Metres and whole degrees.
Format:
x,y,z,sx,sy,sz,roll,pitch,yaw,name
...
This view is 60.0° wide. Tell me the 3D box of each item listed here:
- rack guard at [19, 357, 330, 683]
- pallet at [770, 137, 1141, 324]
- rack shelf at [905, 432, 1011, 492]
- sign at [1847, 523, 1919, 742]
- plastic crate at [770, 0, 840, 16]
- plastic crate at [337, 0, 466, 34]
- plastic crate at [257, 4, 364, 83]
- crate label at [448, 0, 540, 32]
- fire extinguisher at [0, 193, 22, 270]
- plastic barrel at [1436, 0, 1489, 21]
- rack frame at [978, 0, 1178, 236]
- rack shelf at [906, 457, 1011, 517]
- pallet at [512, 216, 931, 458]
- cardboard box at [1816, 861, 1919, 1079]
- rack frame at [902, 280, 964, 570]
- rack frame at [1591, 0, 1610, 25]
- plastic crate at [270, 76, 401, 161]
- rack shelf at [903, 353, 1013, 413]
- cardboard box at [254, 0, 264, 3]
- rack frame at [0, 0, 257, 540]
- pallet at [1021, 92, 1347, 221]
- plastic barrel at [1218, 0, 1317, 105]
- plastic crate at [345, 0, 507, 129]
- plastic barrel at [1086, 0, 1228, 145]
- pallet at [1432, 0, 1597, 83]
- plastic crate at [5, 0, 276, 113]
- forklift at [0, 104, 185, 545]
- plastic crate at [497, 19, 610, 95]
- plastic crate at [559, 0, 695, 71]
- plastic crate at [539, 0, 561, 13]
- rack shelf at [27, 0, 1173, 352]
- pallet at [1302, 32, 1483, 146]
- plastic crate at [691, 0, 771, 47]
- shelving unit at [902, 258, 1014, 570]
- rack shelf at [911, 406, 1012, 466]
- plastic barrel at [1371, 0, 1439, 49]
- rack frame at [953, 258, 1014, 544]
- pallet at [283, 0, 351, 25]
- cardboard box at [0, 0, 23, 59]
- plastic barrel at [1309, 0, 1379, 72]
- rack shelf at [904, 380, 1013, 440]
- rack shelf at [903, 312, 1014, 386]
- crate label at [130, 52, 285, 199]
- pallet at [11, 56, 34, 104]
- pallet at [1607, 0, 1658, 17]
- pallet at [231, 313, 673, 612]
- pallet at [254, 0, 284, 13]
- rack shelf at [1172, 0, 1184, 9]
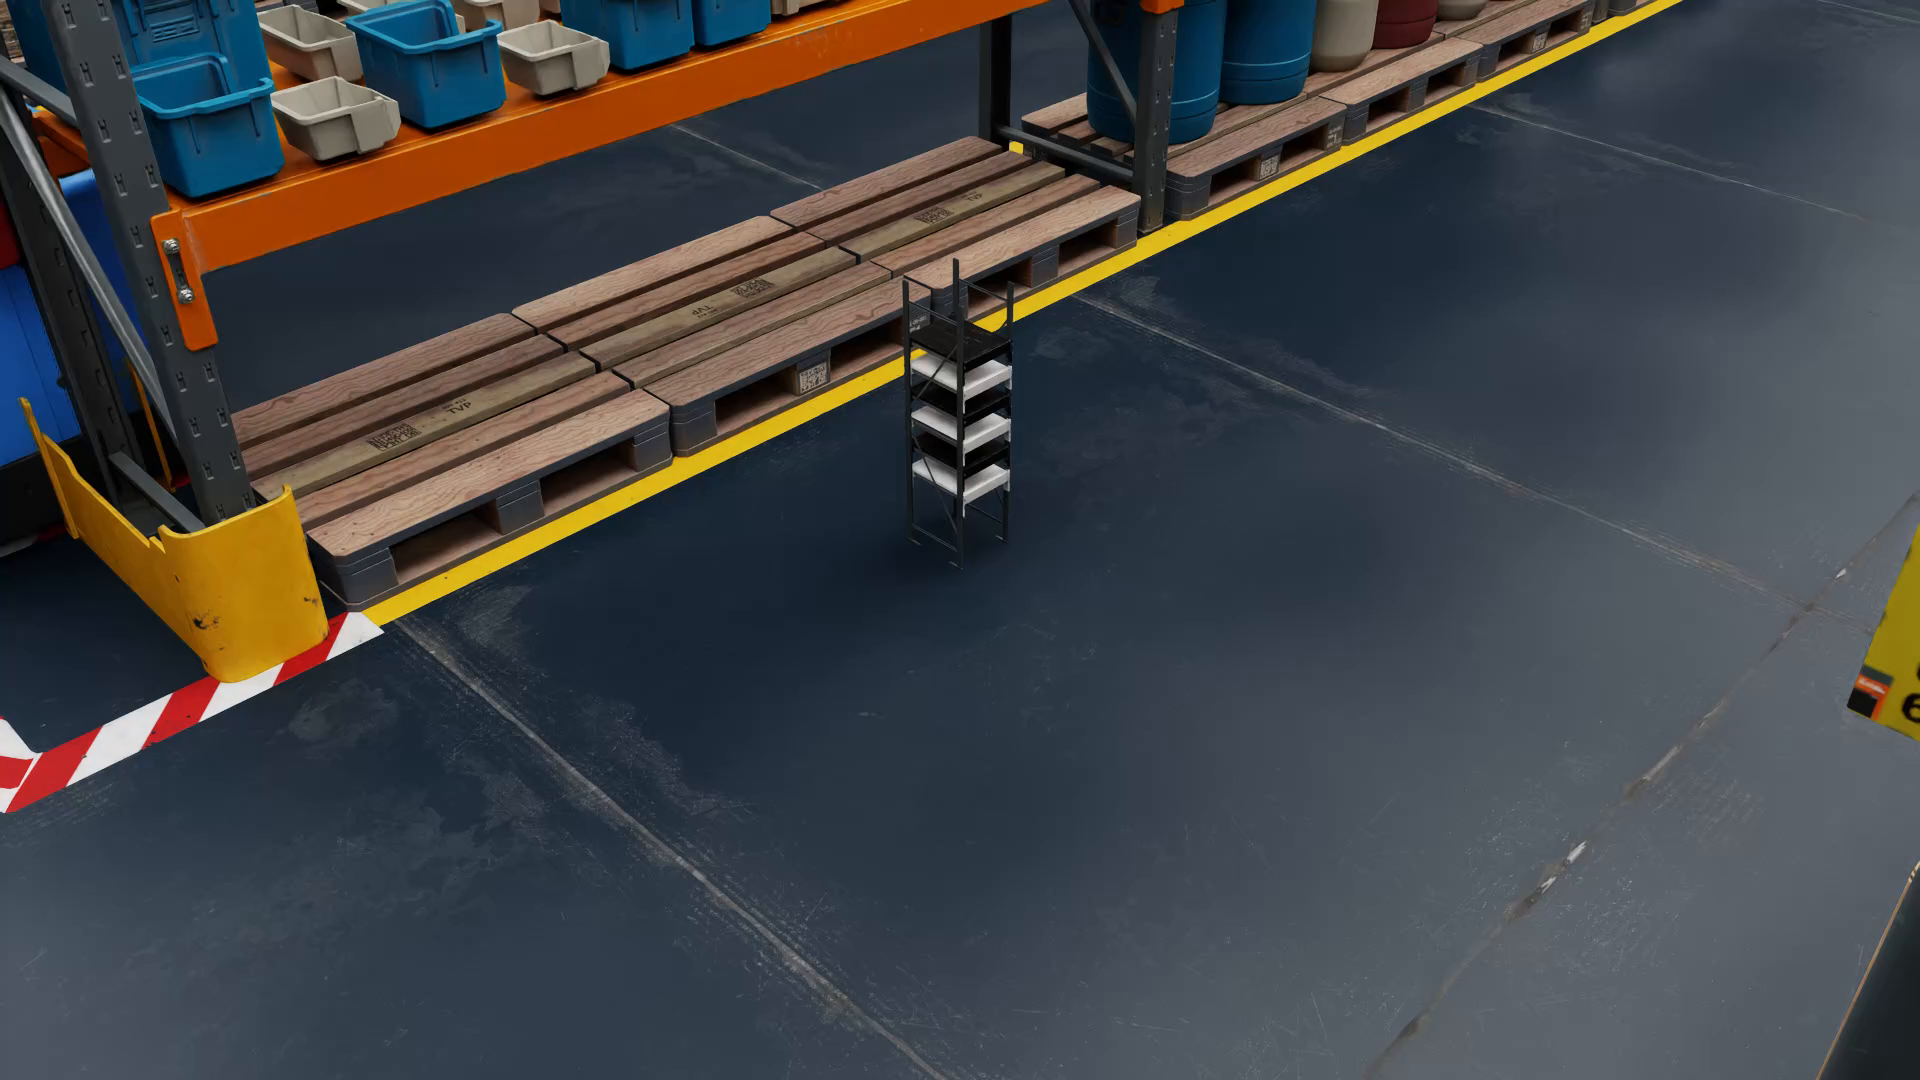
x,y,z,sx,sy,sz,roll,pitch,yaw,name
-2.348,-0.092,4.945,1.175,0.500,0.348,30,45,35,rack guard
-0.013,-1.298,6.927,1.003,0.211,1.213,30,45,35,pallet
-0.006,-0.265,5.058,0.258,0.077,0.200,30,45,35,rack shelf
0.792,0.029,1.297,0.100,0.325,0.005,30,45,35,sign
-0.536,-1.844,5.451,0.293,0.136,0.466,30,45,35,plastic crate
-1.680,-1.565,5.049,0.396,0.136,0.243,30,45,35,plastic crate
-1.895,-1.453,4.889,0.396,0.136,0.243,30,45,35,plastic crate
-1.501,-1.687,5.225,0.396,0.136,0.243,30,45,35,crate label
-2.769,-1.069,4.555,0.296,0.674,0.183,30,45,35,fire extinguisher
2.629,-3.061,8.824,0.421,0.512,0.421,0,35,0,plastic barrel
0.478,-2.756,6.580,1.000,3.000,0.127,30,45,35,rack frame
-0.006,-0.191,5.110,0.258,0.077,0.200,30,45,35,rack shelf
-0.873,-0.800,6.213,1.003,0.211,1.213,30,45,35,pallet
1.294,0.533,1.776,0.500,0.500,0.500,-28,44,-34,cardboard box
-0.077,-0.325,4.929,0.240,0.900,0.006,30,45,35,rack frame
3.296,-4.380,8.908,1.000,3.000,0.127,30,45,35,rack frame
-1.648,-1.113,4.402,0.250,0.136,0.298,30,45,35,plastic crate
-0.006,-0.486,4.904,0.258,0.077,0.200,30,45,35,rack shelf
-4.193,-3.452,9.068,0.875,0.875,0.875,30,45,35,cardboard box
-2.341,-1.132,4.251,1.000,3.000,0.127,30,45,35,rack frame
1.051,-1.909,7.802,1.003,0.211,1.213,30,45,35,pallet
1.372,-2.569,7.779,0.600,0.901,0.708,30,45,35,plastic barrel
-1.469,-1.323,4.619,0.416,0.233,0.300,30,45,35,plastic crate
0.873,-2.282,7.366,0.600,0.901,0.708,30,45,35,plastic barrel
2.770,-2.899,9.223,1.003,0.211,1.213,30,45,35,pallet
-2.237,-1.383,4.527,0.616,0.435,0.499,30,45,35,plastic crate
-3.919,-1.807,5.278,3.031,2.935,1.130,26,42,32,forklift
-1.170,-1.388,4.797,0.250,0.136,0.298,30,45,35,plastic crate
-1.005,-1.590,5.002,0.416,0.233,0.300,30,45,35,plastic crate
-1.306,-1.815,5.408,0.298,0.136,0.250,30,45,35,plastic crate
-0.932,-1.649,5.621,1.077,0.370,4.000,30,45,35,rack shelf
1.910,-2.406,8.516,1.003,0.211,1.213,30,45,35,pallet
-0.794,-1.712,5.177,0.416,0.233,0.300,30,45,35,plastic crate
-0.006,-0.366,4.988,0.258,0.900,0.210,30,45,35,shelving unit
-0.006,-0.338,5.007,0.258,0.077,0.200,30,45,35,rack shelf
2.168,-2.899,8.526,0.600,0.588,0.708,30,45,35,plastic barrel
0.066,-0.407,5.047,0.240,0.900,0.006,30,45,35,rack frame
-3.629,-3.331,9.842,1.003,0.211,1.213,30,45,35,pallet
-4.820,-3.091,8.550,0.875,0.875,0.875,30,45,35,cardboard box
1.833,-2.602,8.167,0.421,0.512,0.421,0,35,0,plastic barrel
-0.006,-0.412,4.955,0.258,0.077,0.200,30,45,35,rack shelf
-0.006,-0.560,4.852,0.258,0.077,0.200,30,45,35,rack shelf
-1.933,-1.056,4.235,0.416,0.233,0.303,30,45,35,crate label
-5.348,-2.341,8.422,1.003,0.211,1.213,30,45,35,pallet
3.869,-3.535,10.134,1.003,0.211,1.213,30,45,35,pallet
-1.732,-0.308,5.507,1.003,0.211,1.213,30,45,35,pallet
-4.488,-2.834,9.129,1.003,0.211,1.213,30,45,35,pallet
1.887,-3.273,7.949,1.077,0.370,4.000,30,45,35,rack shelf
